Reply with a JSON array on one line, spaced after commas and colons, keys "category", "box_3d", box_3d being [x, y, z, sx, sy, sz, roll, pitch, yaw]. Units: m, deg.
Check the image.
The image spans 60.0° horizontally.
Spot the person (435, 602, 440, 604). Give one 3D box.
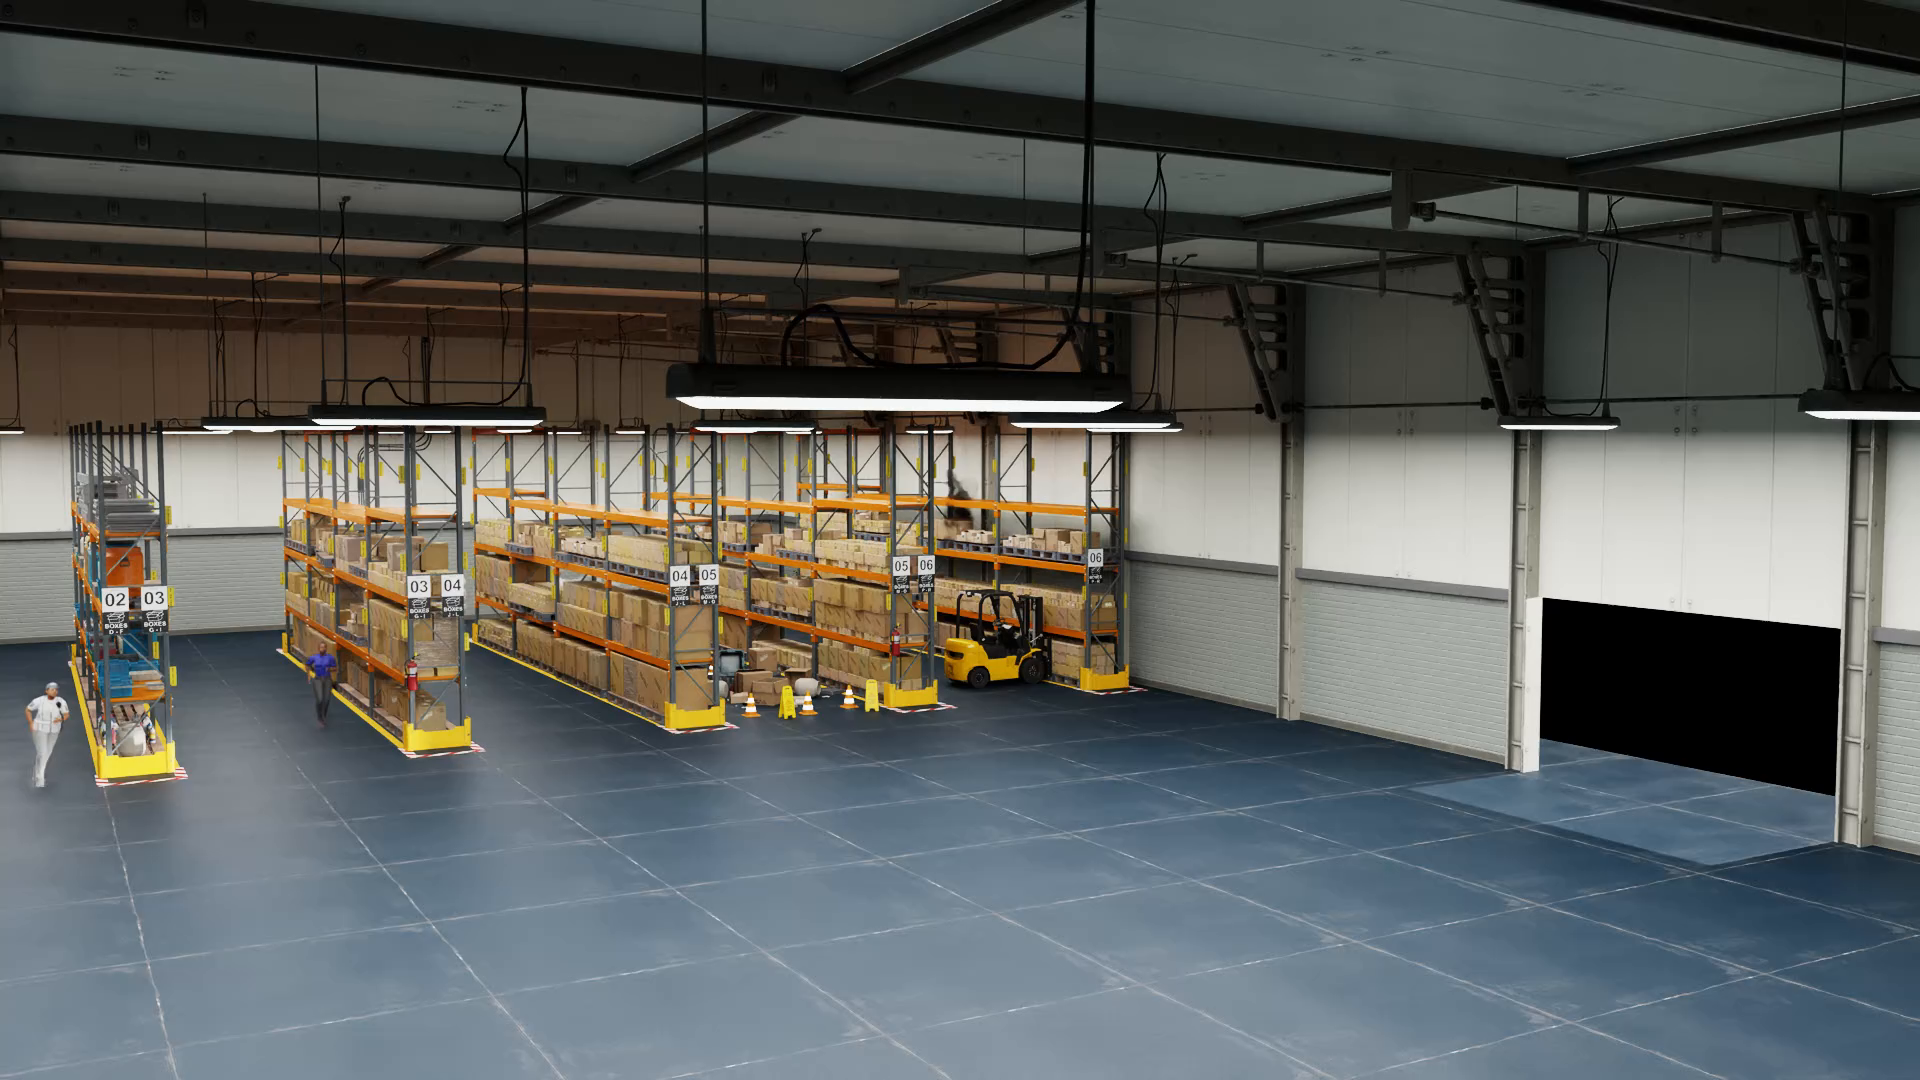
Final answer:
[{"category": "person", "box_3d": [-14.905, 2.016, 46.335, 0.790, 1.729, 0.698, 2, 4, 25]}]

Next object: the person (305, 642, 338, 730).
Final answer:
[{"category": "person", "box_3d": [-12.609, 2.862, 32.884, 0.549, 1.717, 0.781, -2, 4, -34]}]

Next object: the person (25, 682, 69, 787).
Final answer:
[{"category": "person", "box_3d": [-15.123, 3.209, 27.582, 0.711, 1.702, 0.600, 3, 5, 41]}]
